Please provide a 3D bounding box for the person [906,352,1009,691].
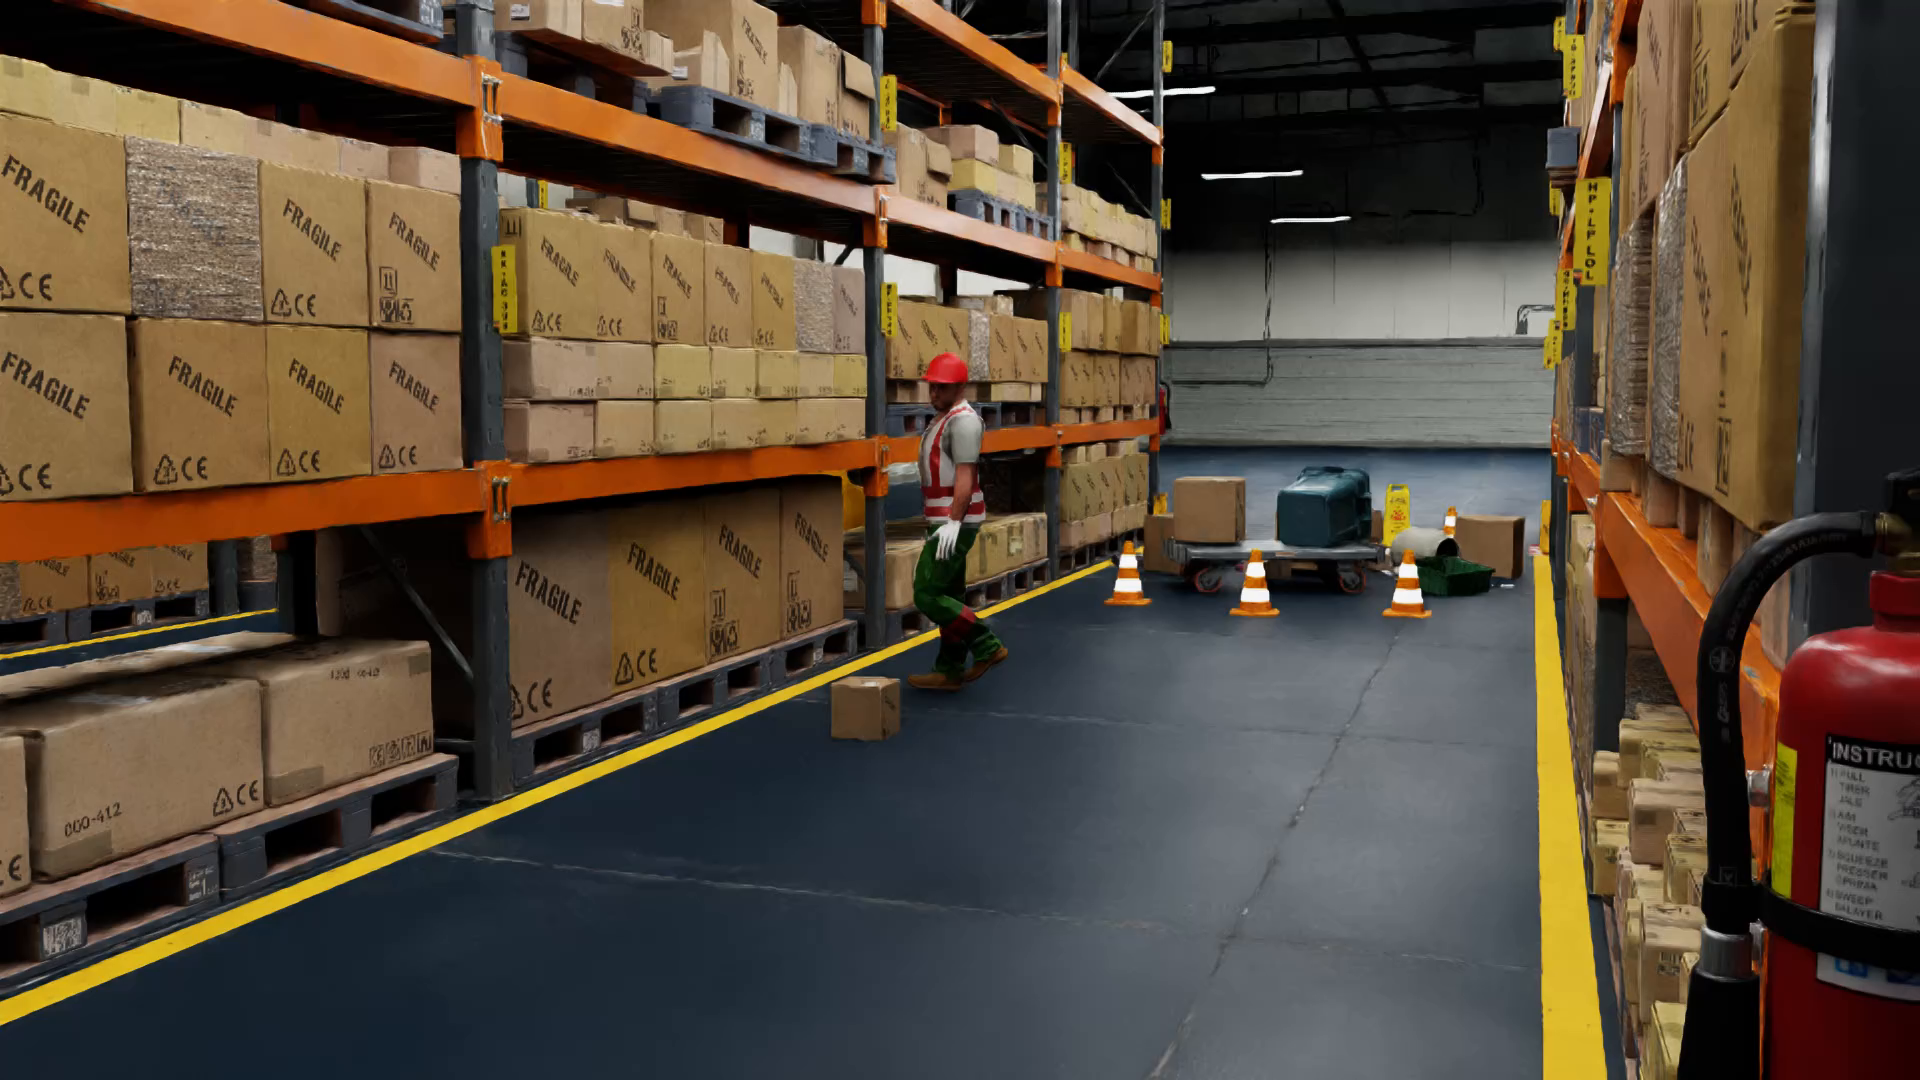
[{"bbox_3d":[-0.009,-0.072,8.552,0.509,1.776,0.634,-1,5,-9],"label":"person"}]
